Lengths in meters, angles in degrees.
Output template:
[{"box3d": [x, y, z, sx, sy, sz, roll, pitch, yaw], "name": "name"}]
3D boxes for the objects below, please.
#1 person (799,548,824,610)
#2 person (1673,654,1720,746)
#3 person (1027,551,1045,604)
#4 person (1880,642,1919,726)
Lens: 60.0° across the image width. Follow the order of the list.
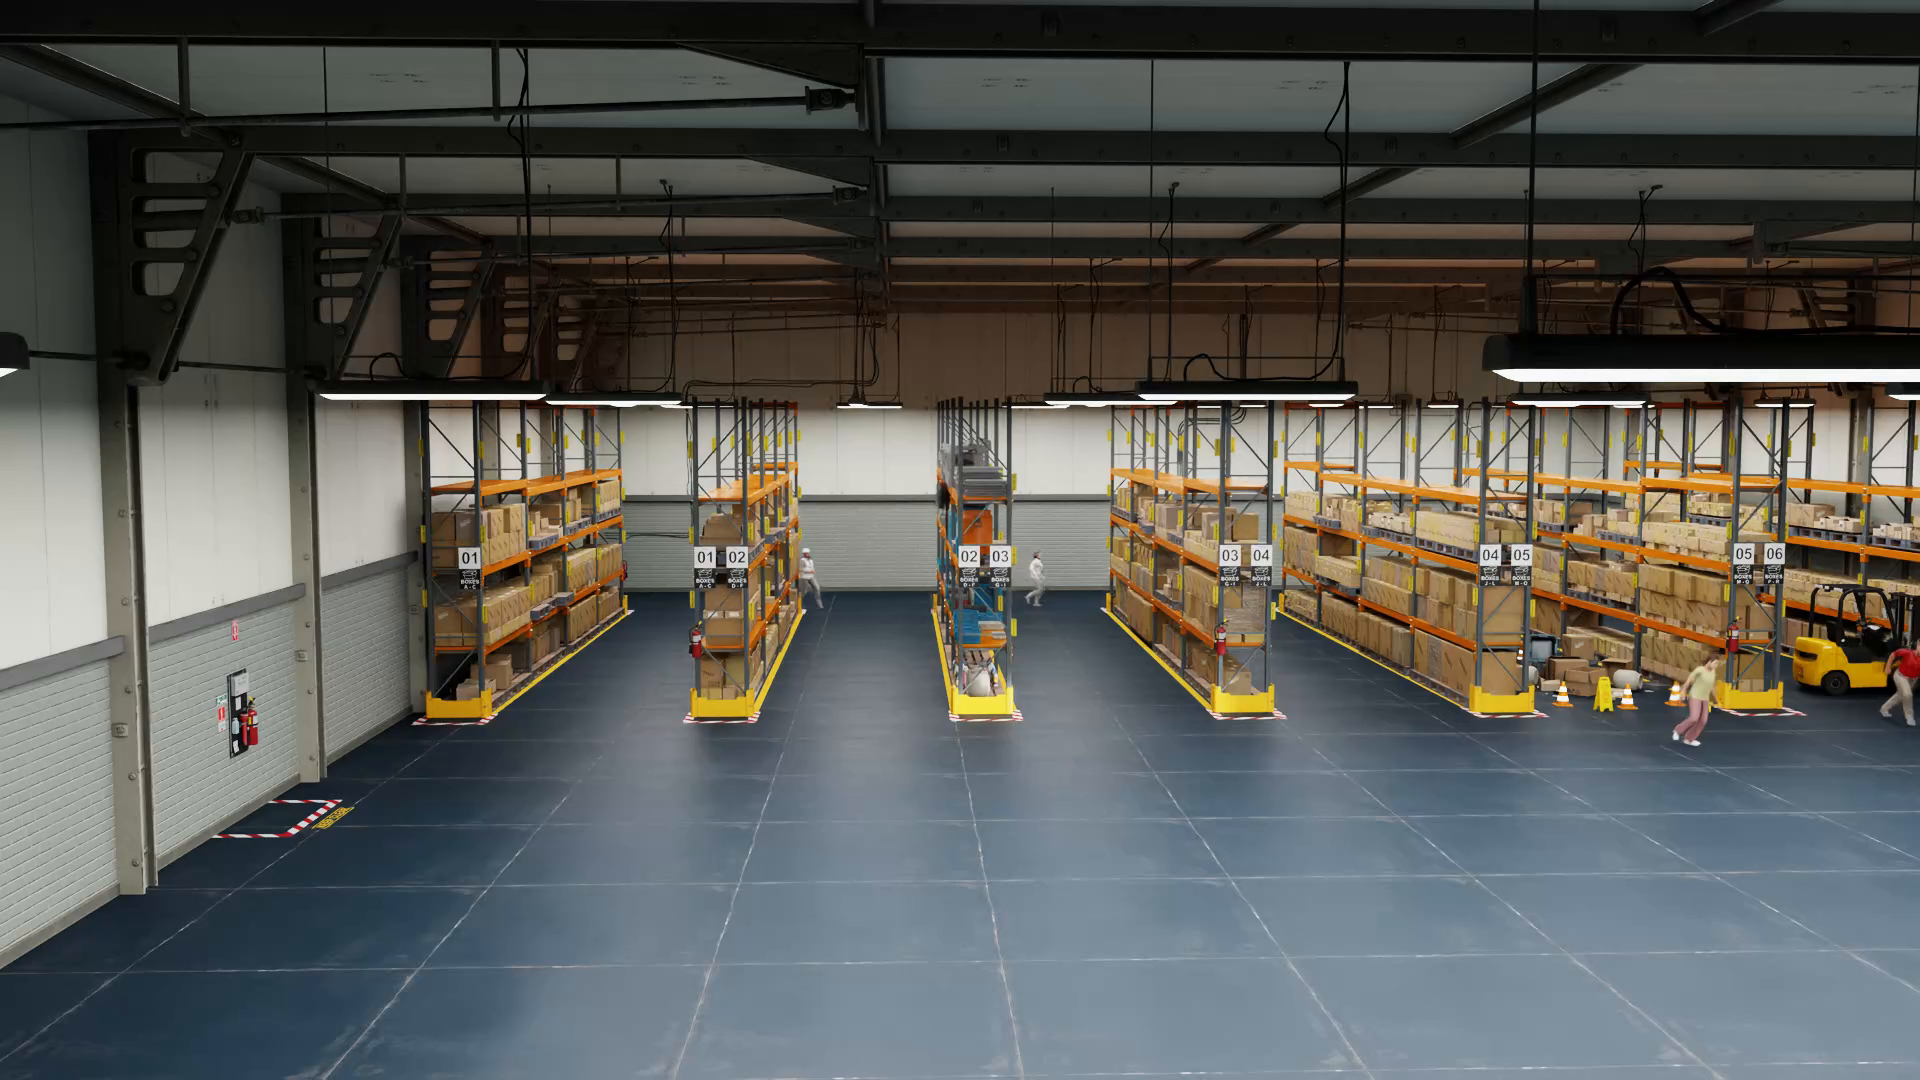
[{"box3d": [-4.418, 1.125, 48.177, 0.870, 1.805, 0.660, 3, 5, 32], "name": "person"}, {"box3d": [12.613, 2.719, 28.442, 0.702, 1.594, 0.602, -2, 5, -20], "name": "person"}, {"box3d": [2.246, 1.099, 48.978, 0.478, 1.594, 0.666, 1, 4, 11], "name": "person"}, {"box3d": [17.391, 2.579, 30.534, 0.631, 1.541, 1.120, 0, 4, -5], "name": "person"}]
